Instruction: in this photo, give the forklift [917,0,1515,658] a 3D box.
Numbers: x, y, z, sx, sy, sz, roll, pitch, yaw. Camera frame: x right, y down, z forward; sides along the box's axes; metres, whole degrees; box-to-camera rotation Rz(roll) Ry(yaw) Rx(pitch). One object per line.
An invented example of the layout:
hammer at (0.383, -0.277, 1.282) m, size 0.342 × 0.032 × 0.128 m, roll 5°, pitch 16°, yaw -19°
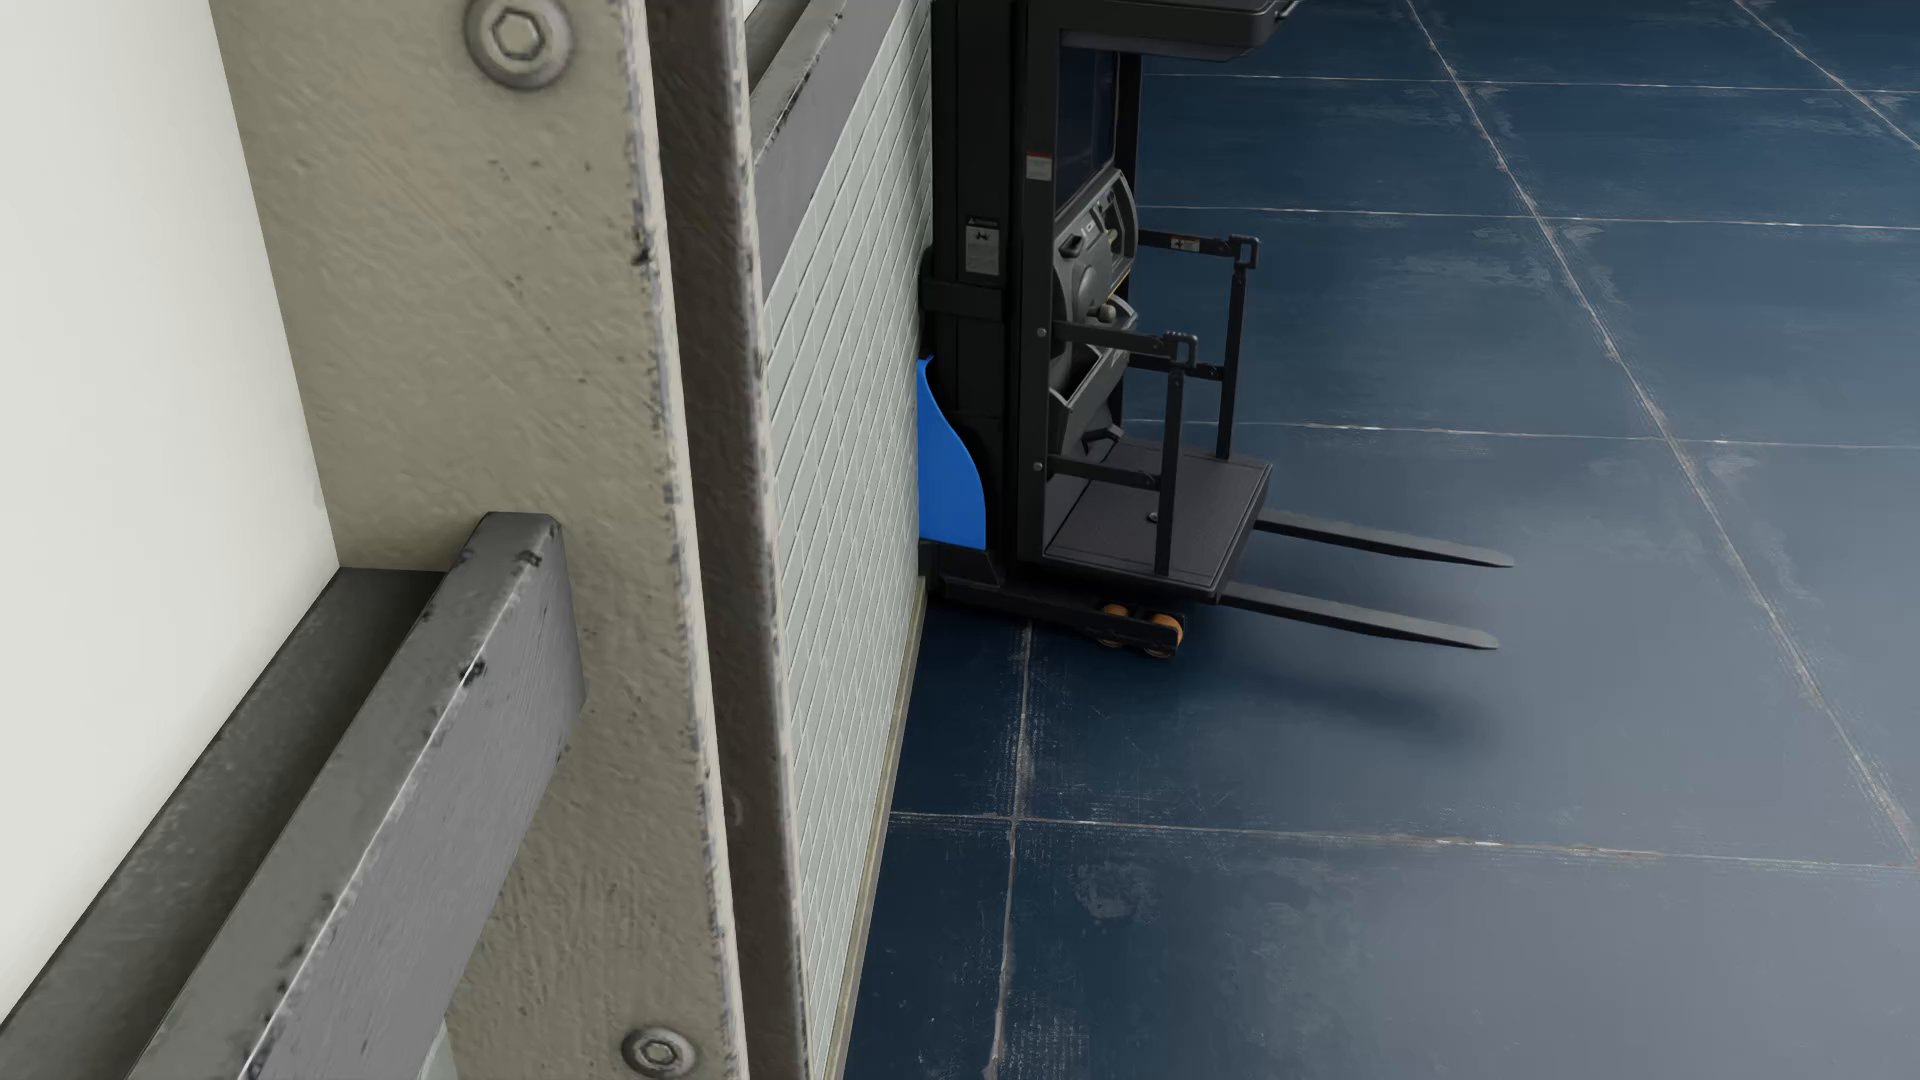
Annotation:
forklift at (0.704, -1.105, 6.249) m, size 3.031 × 2.935 × 1.130 m, roll 11°, pitch 33°, yaw 18°
